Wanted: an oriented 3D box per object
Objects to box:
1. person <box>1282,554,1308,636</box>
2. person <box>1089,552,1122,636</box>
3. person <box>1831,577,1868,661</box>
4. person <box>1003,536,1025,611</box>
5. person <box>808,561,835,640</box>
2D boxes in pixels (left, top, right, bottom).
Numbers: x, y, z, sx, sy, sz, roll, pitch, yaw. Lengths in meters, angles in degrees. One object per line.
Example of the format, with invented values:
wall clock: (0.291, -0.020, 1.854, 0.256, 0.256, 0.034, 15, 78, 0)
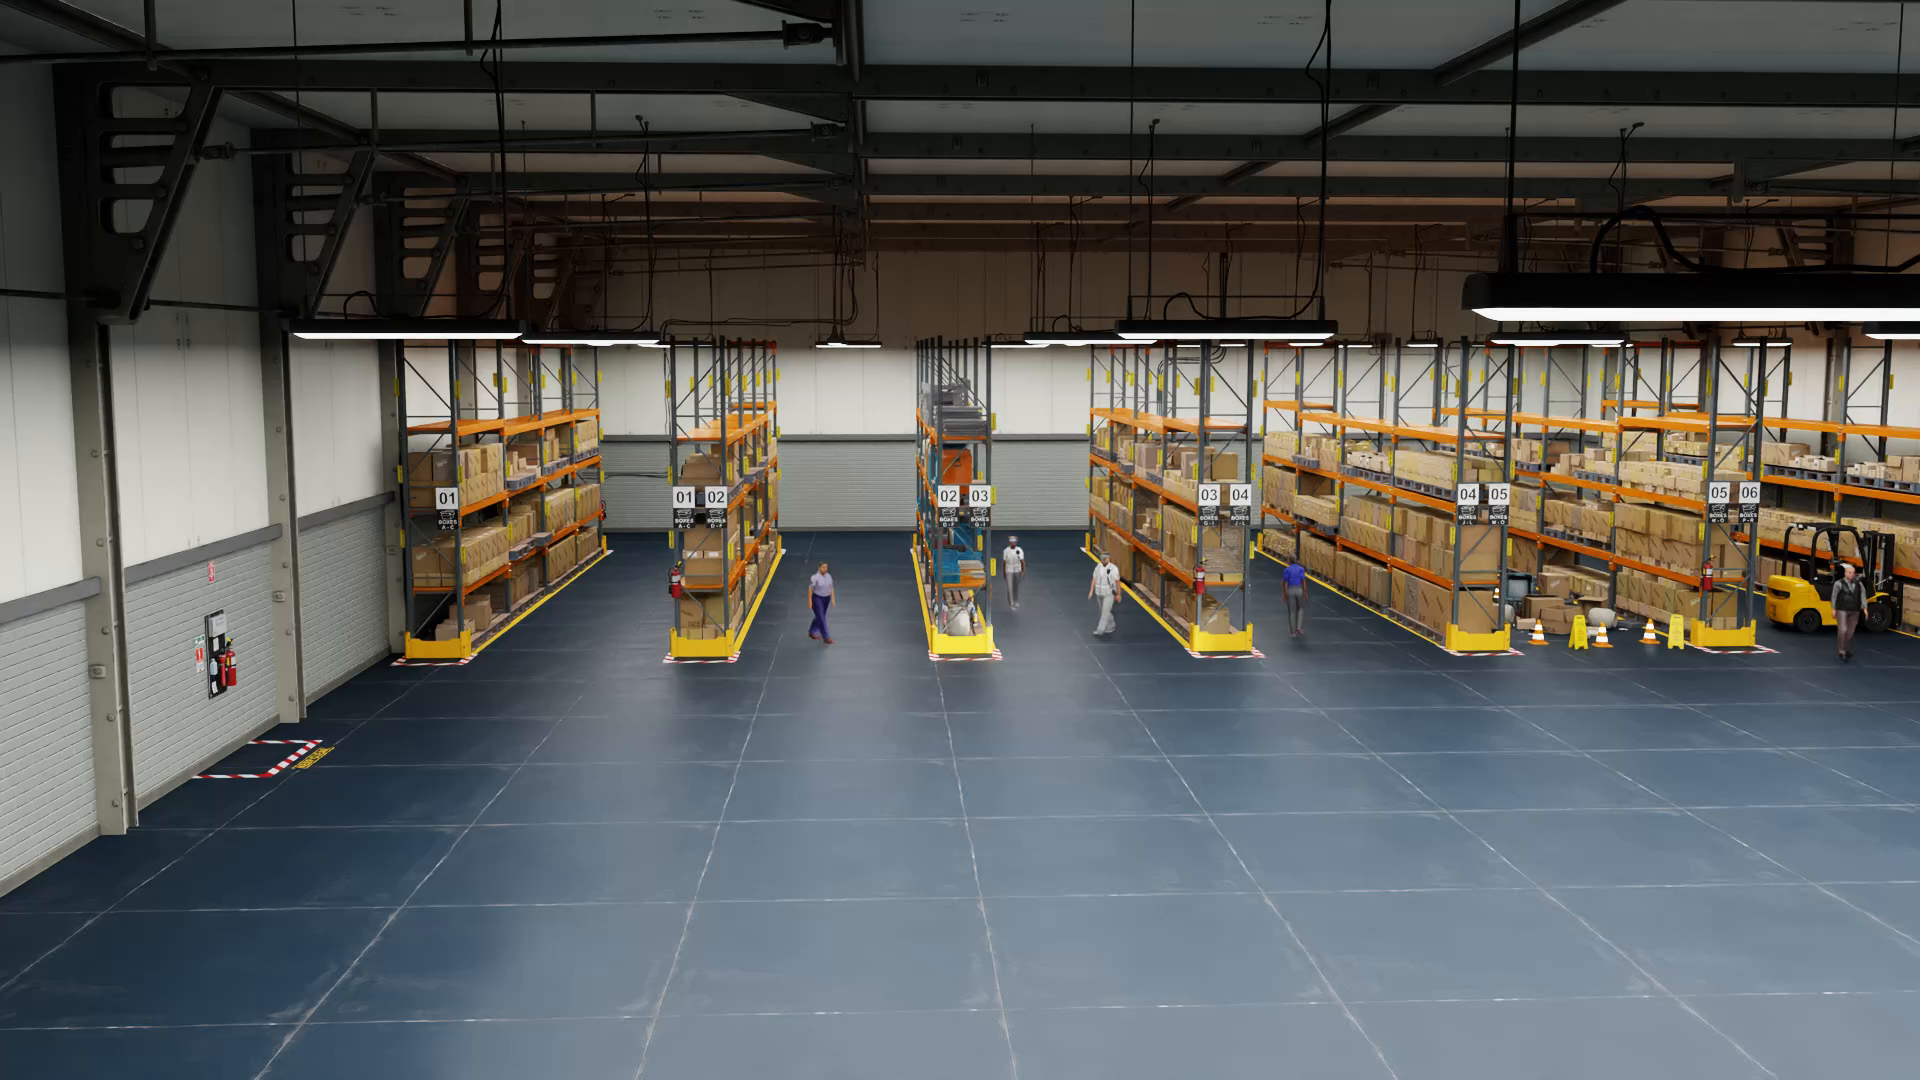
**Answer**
person: (6.730, 1.112, 33.431, 0.501, 1.658, 0.518, 1, 7, 9)
person: (2.868, 1.070, 33.412, 0.565, 1.691, 1.087, 6, 9, 41)
person: (16.566, 1.471, 30.986, 0.577, 1.571, 0.577, 1, 7, 5)
person: (1.200, 0.714, 36.775, 0.471, 1.627, 0.943, -1, 7, -5)
person: (-2.740, 1.170, 32.686, 0.811, 1.535, 0.494, 5, 8, 39)
